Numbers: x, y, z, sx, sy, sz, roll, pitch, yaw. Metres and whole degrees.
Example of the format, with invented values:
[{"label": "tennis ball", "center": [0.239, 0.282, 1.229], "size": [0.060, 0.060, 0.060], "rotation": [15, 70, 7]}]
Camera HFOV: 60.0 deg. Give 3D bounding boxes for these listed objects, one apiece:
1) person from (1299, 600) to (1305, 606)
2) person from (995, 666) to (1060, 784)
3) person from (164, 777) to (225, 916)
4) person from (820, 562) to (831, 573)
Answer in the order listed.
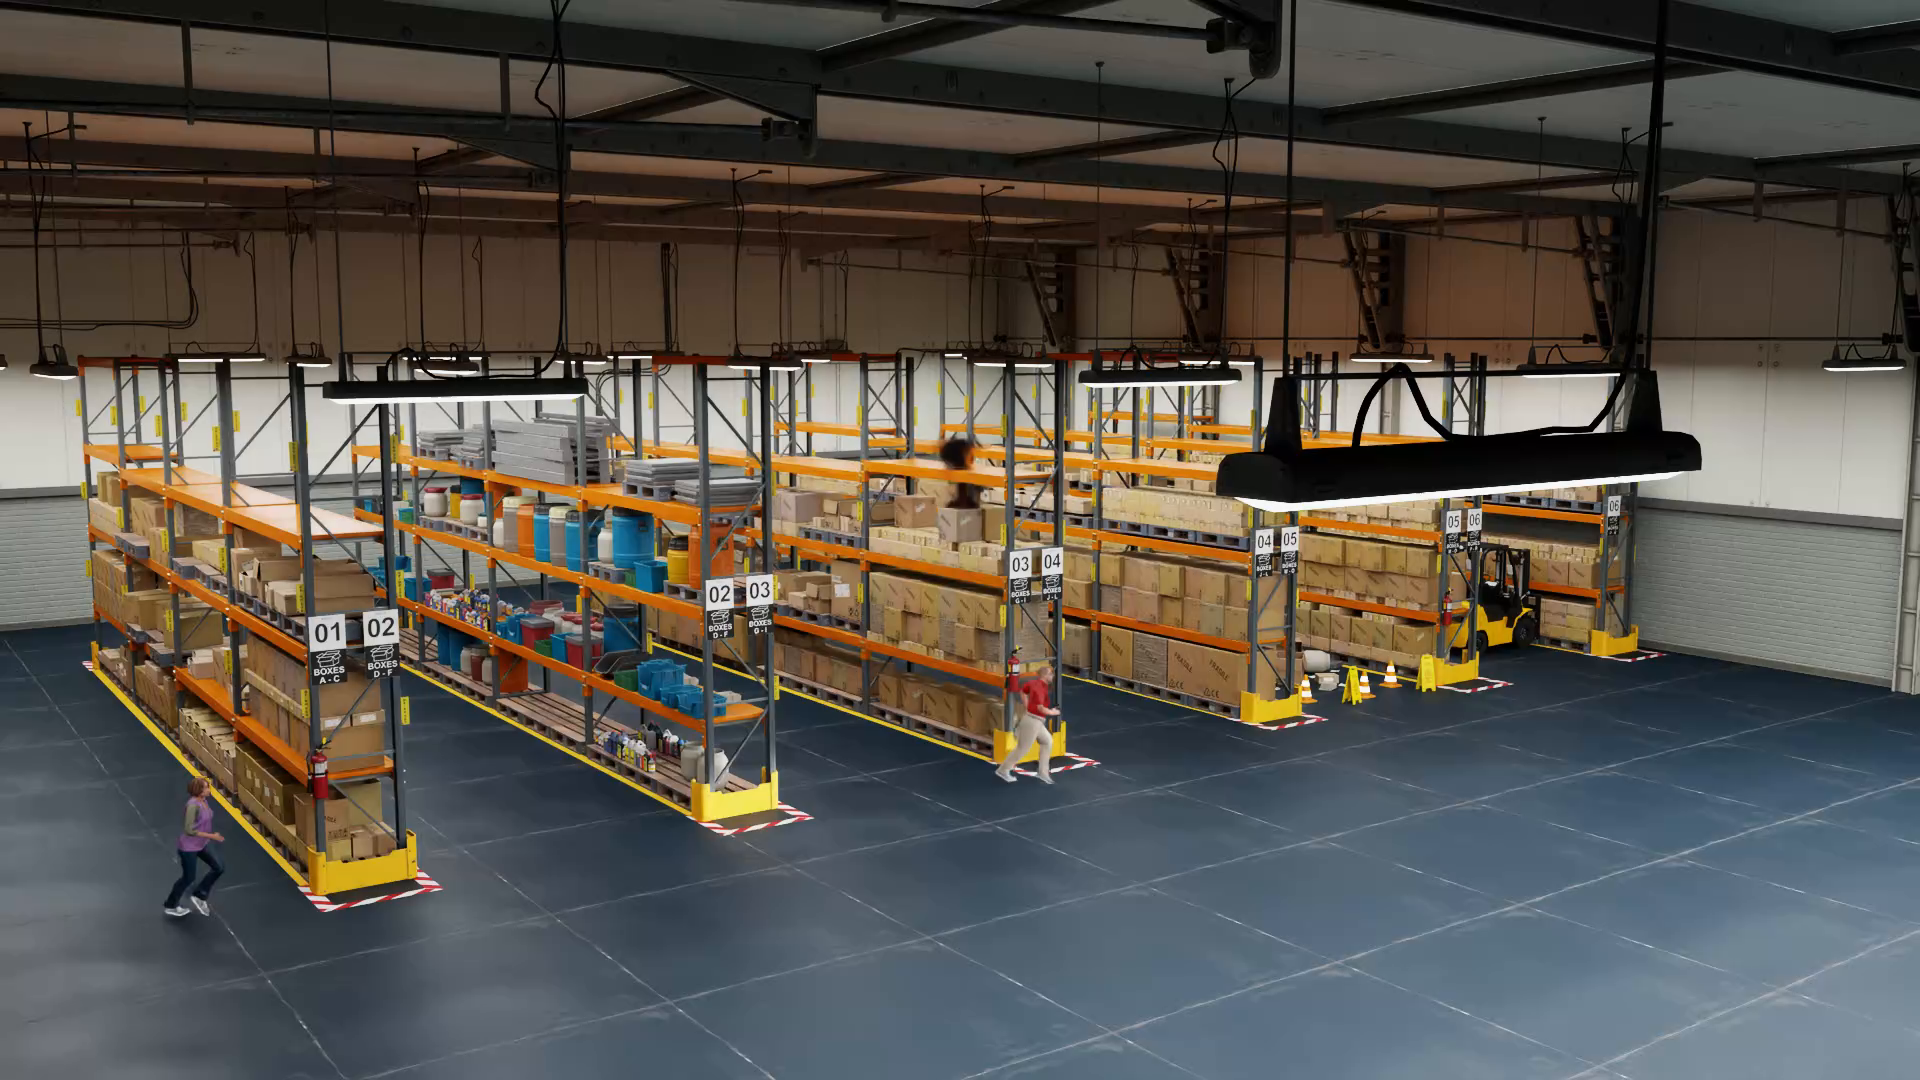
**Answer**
[{"label": "person", "center": [7.761, 1.249, 36.238], "size": [1.159, 1.464, 0.584], "rotation": [5, 8, 34]}, {"label": "person", "center": [0.965, 2.657, 23.639], "size": [0.925, 1.745, 0.679], "rotation": [0, 7, -2]}, {"label": "person", "center": [-8.350, 3.358, 18.169], "size": [0.735, 1.573, 0.472], "rotation": [0, 7, 3]}, {"label": "person", "center": [-3.279, 0.379, 41.918], "size": [0.905, 1.748, 0.731], "rotation": [3, 7, 22]}]
